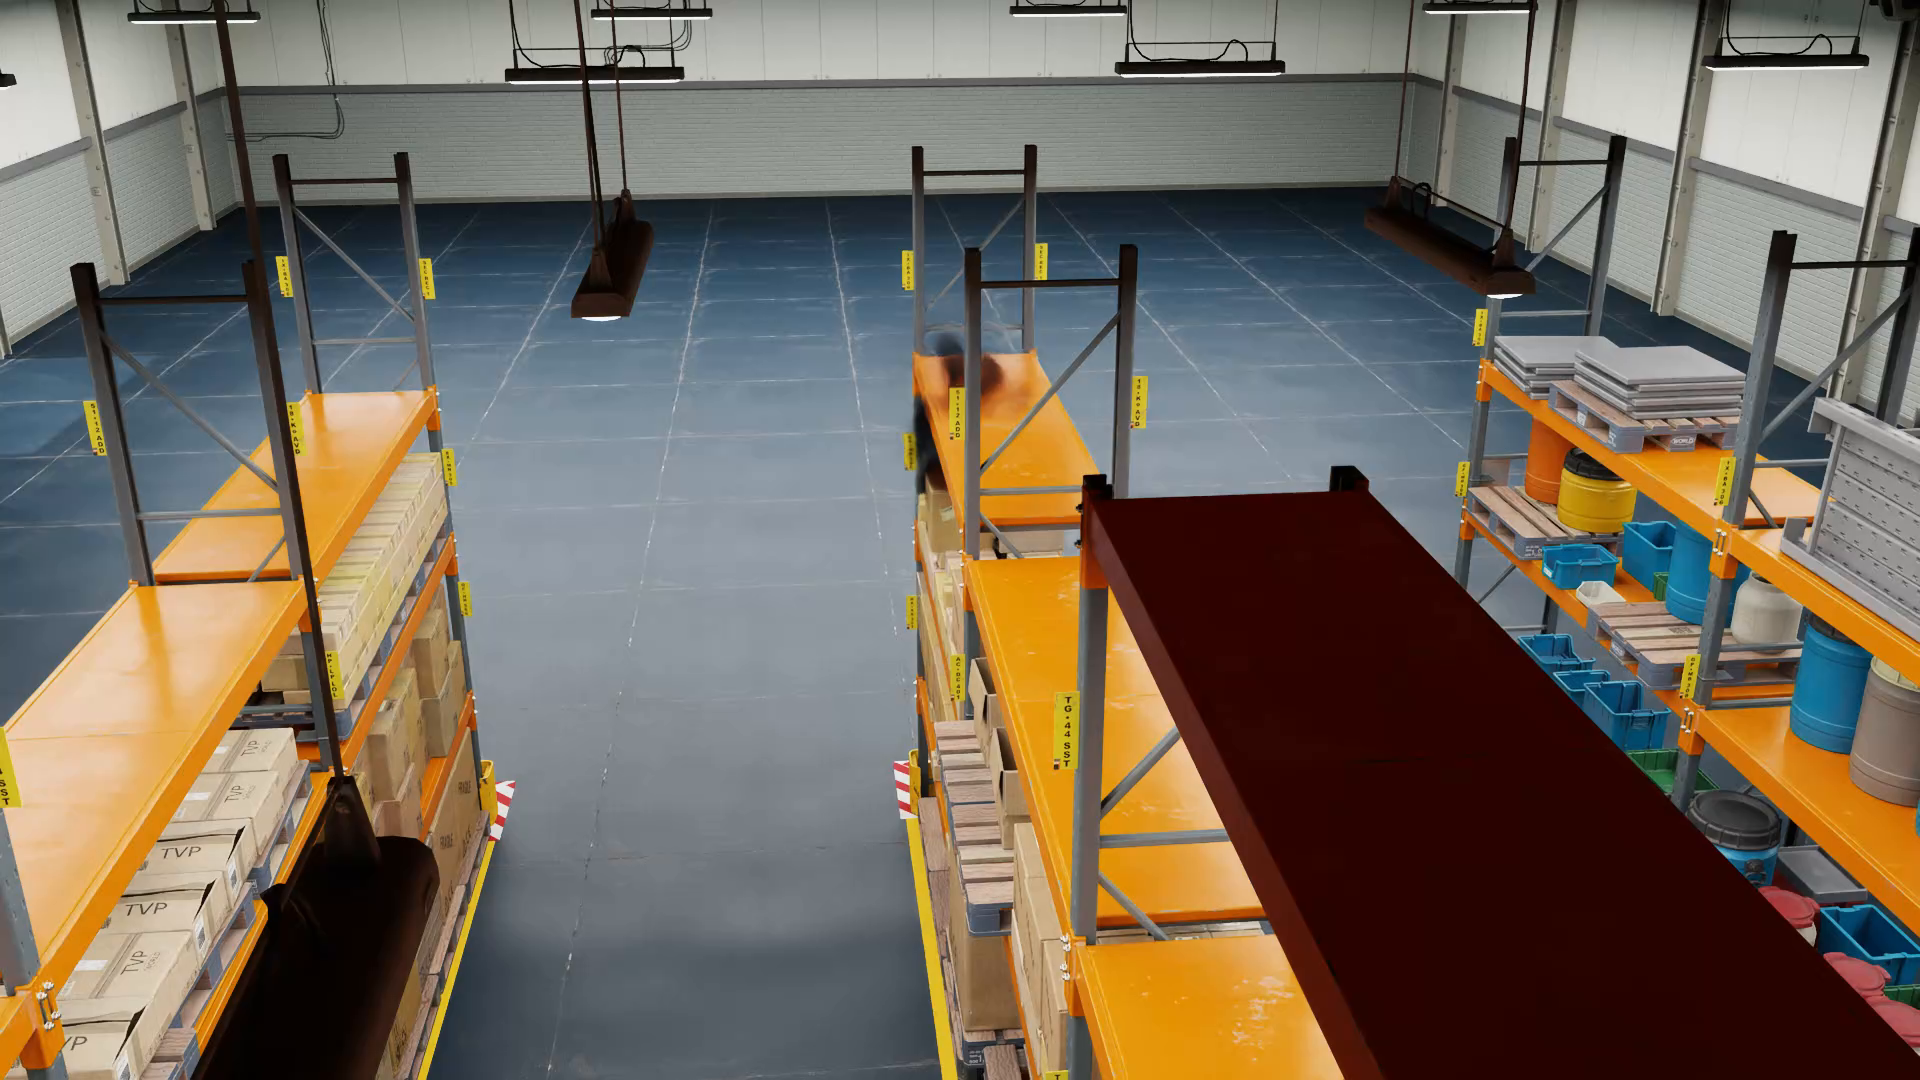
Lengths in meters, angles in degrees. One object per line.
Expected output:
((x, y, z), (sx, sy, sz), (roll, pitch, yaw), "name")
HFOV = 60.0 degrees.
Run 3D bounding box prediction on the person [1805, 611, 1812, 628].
((9.406, 0.590, 17.792), (0.753, 1.821, 0.670), (9, 23, 22), "person")
